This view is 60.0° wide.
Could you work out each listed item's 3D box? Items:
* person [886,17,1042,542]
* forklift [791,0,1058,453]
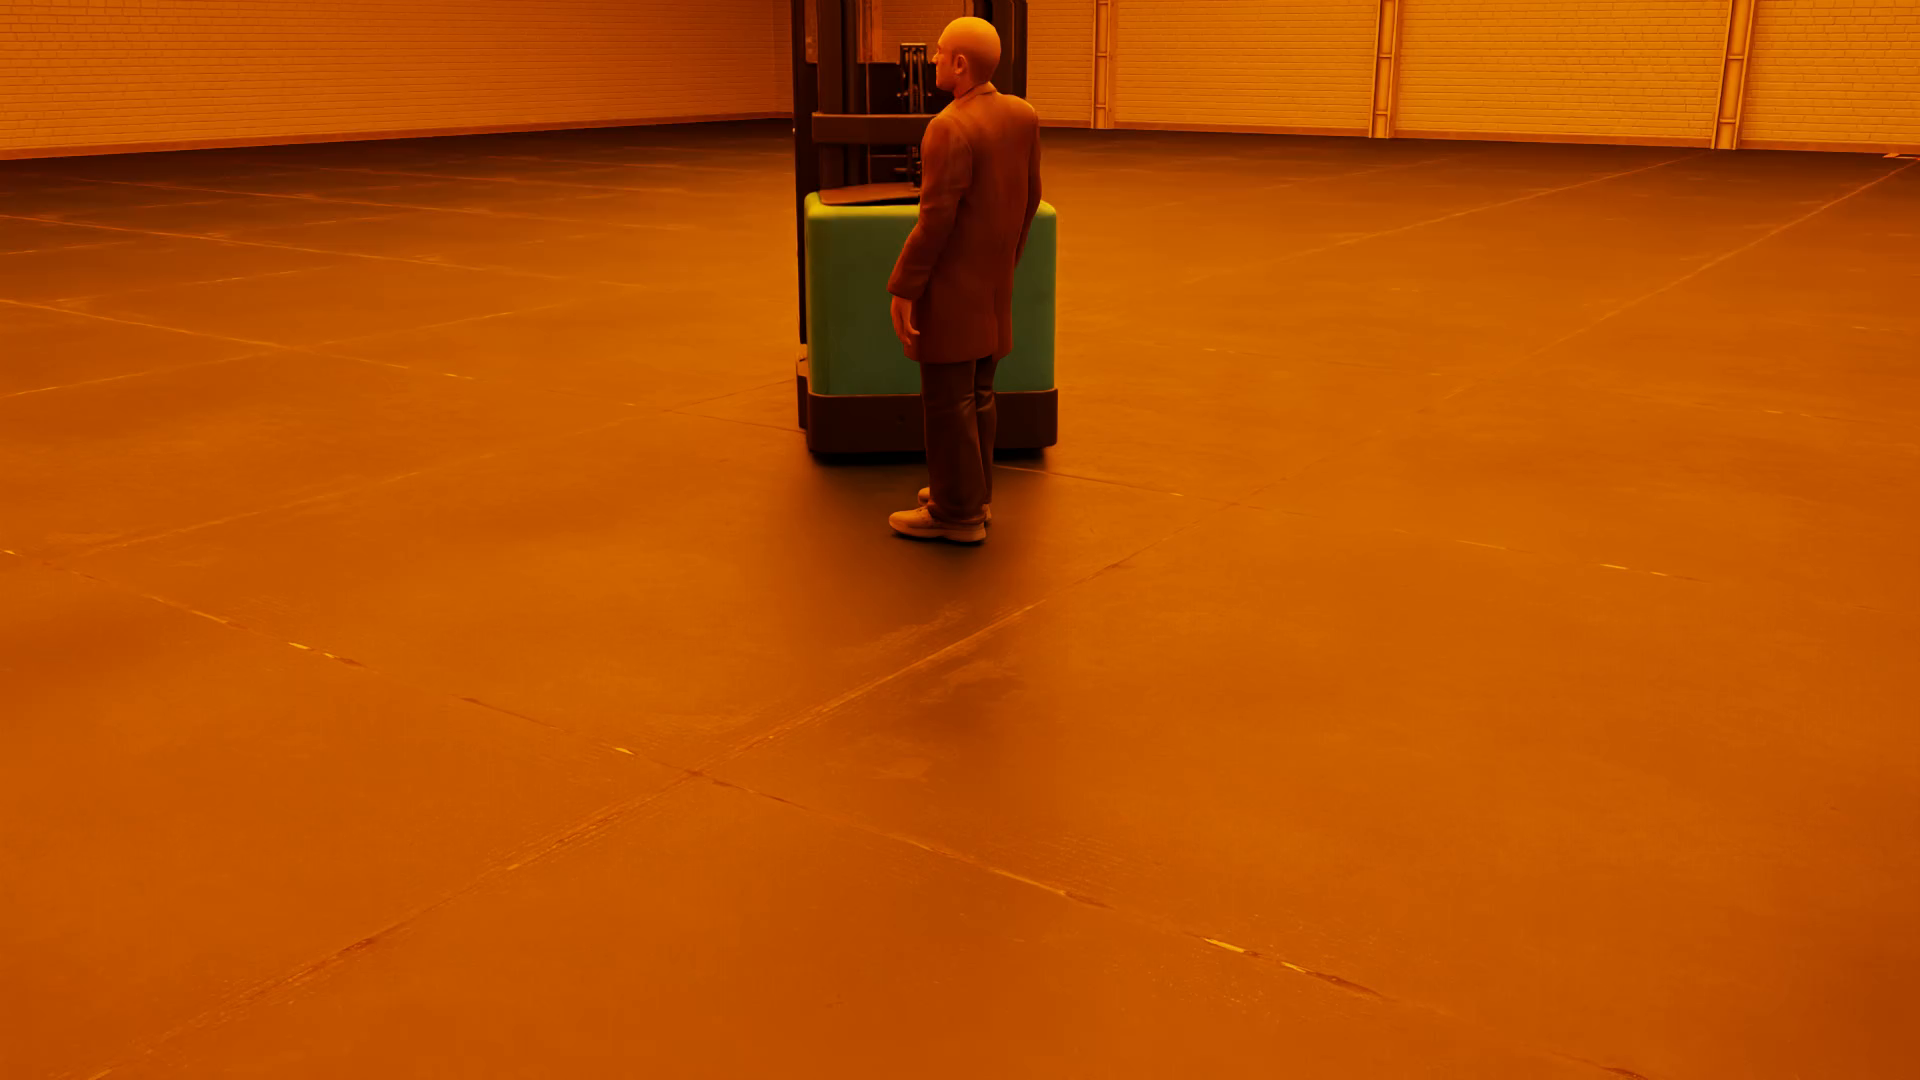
[{"bbox_3d":[-0.073,-0.875,5.744,0.581,1.777,0.698,11,20,33],"label":"person"},{"bbox_3d":[-0.261,-2.140,7.988,1.130,2.935,3.031,-2,17,-6],"label":"forklift"}]
